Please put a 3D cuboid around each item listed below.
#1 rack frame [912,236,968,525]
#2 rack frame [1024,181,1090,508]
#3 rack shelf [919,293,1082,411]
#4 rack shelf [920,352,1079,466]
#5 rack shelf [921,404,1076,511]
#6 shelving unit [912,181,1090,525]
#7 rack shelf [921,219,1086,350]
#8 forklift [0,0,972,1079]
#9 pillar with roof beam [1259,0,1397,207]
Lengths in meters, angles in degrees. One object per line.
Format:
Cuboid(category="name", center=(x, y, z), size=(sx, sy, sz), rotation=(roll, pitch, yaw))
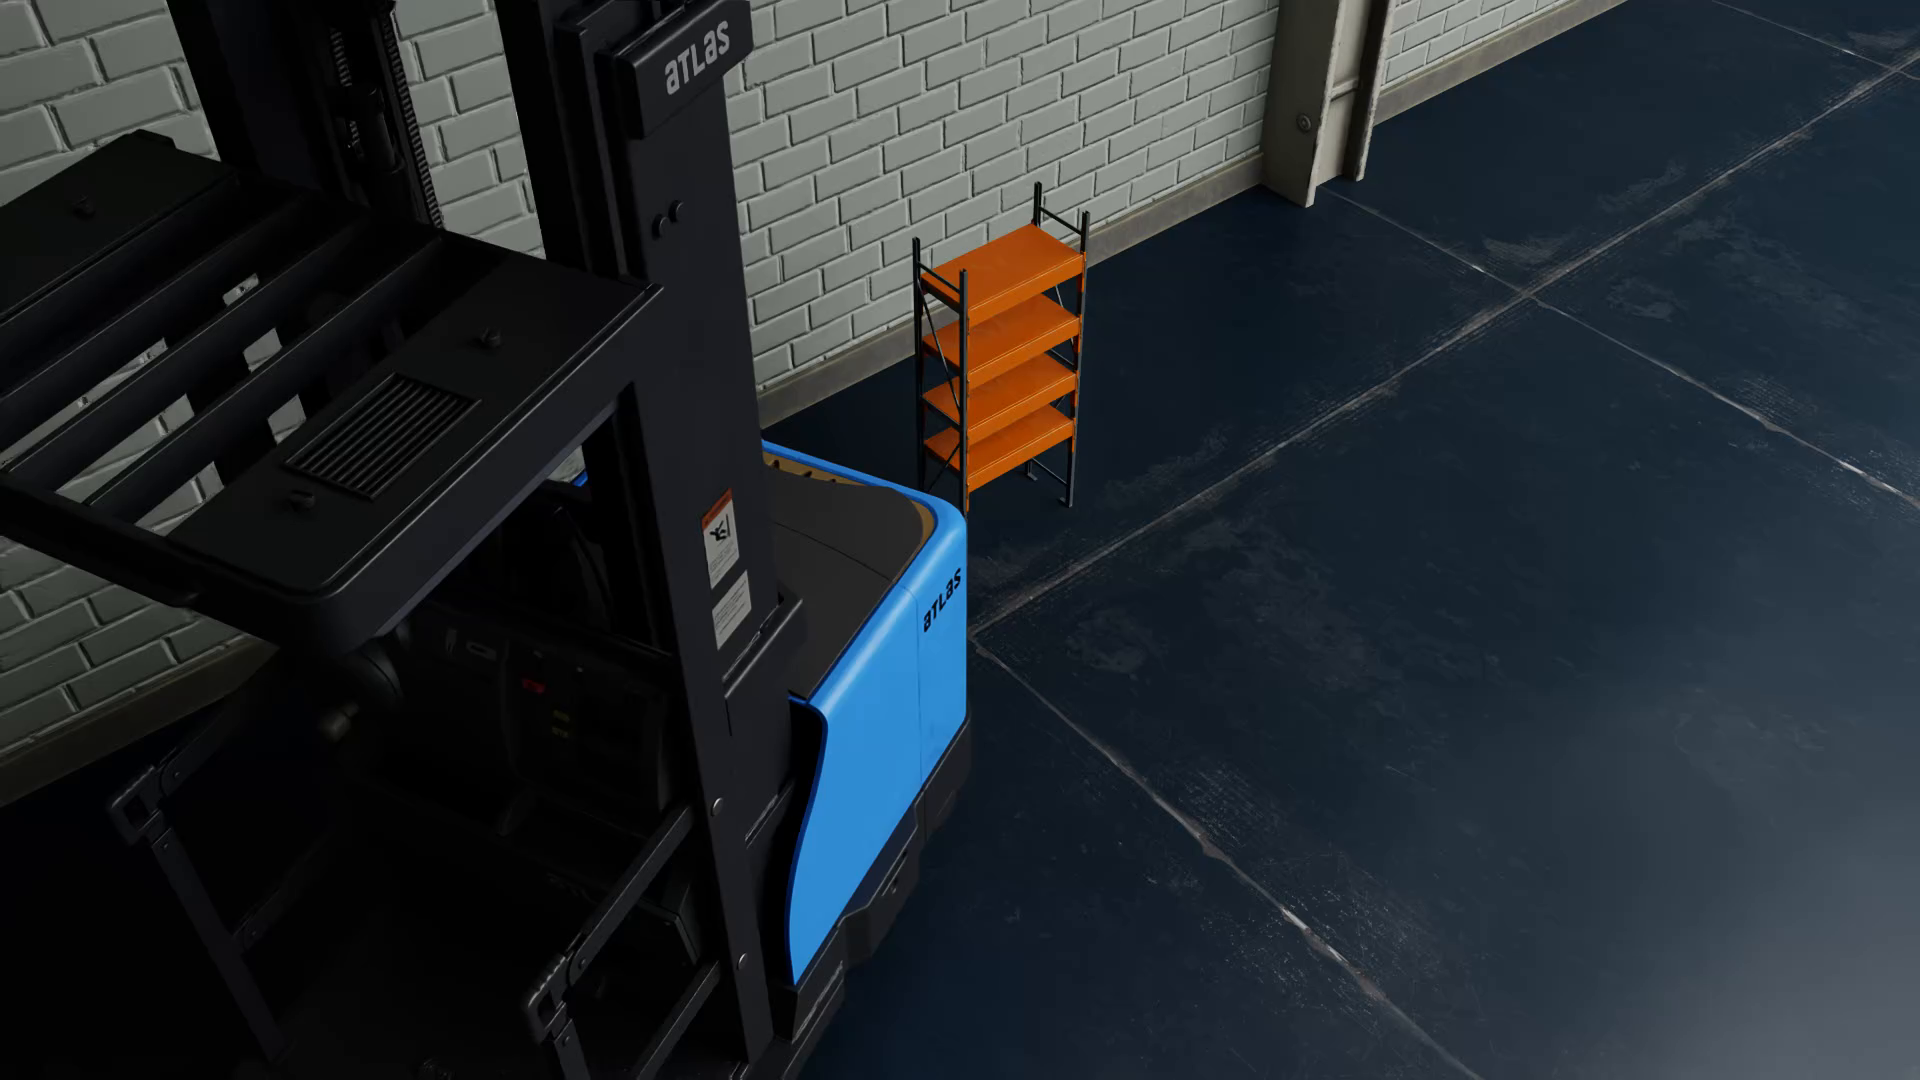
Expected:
Cuboid(category="rack frame", center=(-0.060, -0.403, 5.303), size=(0.015, 1.200, 0.240), rotation=(-30, 51, -28))
Cuboid(category="rack frame", center=(0.314, -0.617, 5.531), size=(0.015, 1.200, 0.240), rotation=(-30, 51, -28))
Cuboid(category="rack shelf", center=(0.127, -0.624, 5.310), size=(0.480, 0.148, 0.258), rotation=(-30, 51, -28))
Cuboid(category="rack shelf", center=(0.127, -0.461, 5.463), size=(0.480, 0.148, 0.258), rotation=(-30, 51, -28))
Cuboid(category="rack shelf", center=(0.127, -0.316, 5.599), size=(0.480, 0.148, 0.258), rotation=(-30, 51, -28))
Cuboid(category="shelving unit", center=(0.127, -0.510, 5.417), size=(0.503, 1.200, 0.258), rotation=(-30, 51, -28))
Cuboid(category="rack shelf", center=(0.127, -0.796, 5.148), size=(0.480, 0.148, 0.258), rotation=(-30, 51, -28))
Cuboid(category="forklift", center=(-1.069, 0.388, 3.196), size=(1.130, 2.935, 3.031), rotation=(19, 46, 19))
Cuboid(category="pillar with roof beam", center=(4.332, -2.646, 1.994), size=(0.400, 9.000, 9.100), rotation=(-30, 51, -28))
